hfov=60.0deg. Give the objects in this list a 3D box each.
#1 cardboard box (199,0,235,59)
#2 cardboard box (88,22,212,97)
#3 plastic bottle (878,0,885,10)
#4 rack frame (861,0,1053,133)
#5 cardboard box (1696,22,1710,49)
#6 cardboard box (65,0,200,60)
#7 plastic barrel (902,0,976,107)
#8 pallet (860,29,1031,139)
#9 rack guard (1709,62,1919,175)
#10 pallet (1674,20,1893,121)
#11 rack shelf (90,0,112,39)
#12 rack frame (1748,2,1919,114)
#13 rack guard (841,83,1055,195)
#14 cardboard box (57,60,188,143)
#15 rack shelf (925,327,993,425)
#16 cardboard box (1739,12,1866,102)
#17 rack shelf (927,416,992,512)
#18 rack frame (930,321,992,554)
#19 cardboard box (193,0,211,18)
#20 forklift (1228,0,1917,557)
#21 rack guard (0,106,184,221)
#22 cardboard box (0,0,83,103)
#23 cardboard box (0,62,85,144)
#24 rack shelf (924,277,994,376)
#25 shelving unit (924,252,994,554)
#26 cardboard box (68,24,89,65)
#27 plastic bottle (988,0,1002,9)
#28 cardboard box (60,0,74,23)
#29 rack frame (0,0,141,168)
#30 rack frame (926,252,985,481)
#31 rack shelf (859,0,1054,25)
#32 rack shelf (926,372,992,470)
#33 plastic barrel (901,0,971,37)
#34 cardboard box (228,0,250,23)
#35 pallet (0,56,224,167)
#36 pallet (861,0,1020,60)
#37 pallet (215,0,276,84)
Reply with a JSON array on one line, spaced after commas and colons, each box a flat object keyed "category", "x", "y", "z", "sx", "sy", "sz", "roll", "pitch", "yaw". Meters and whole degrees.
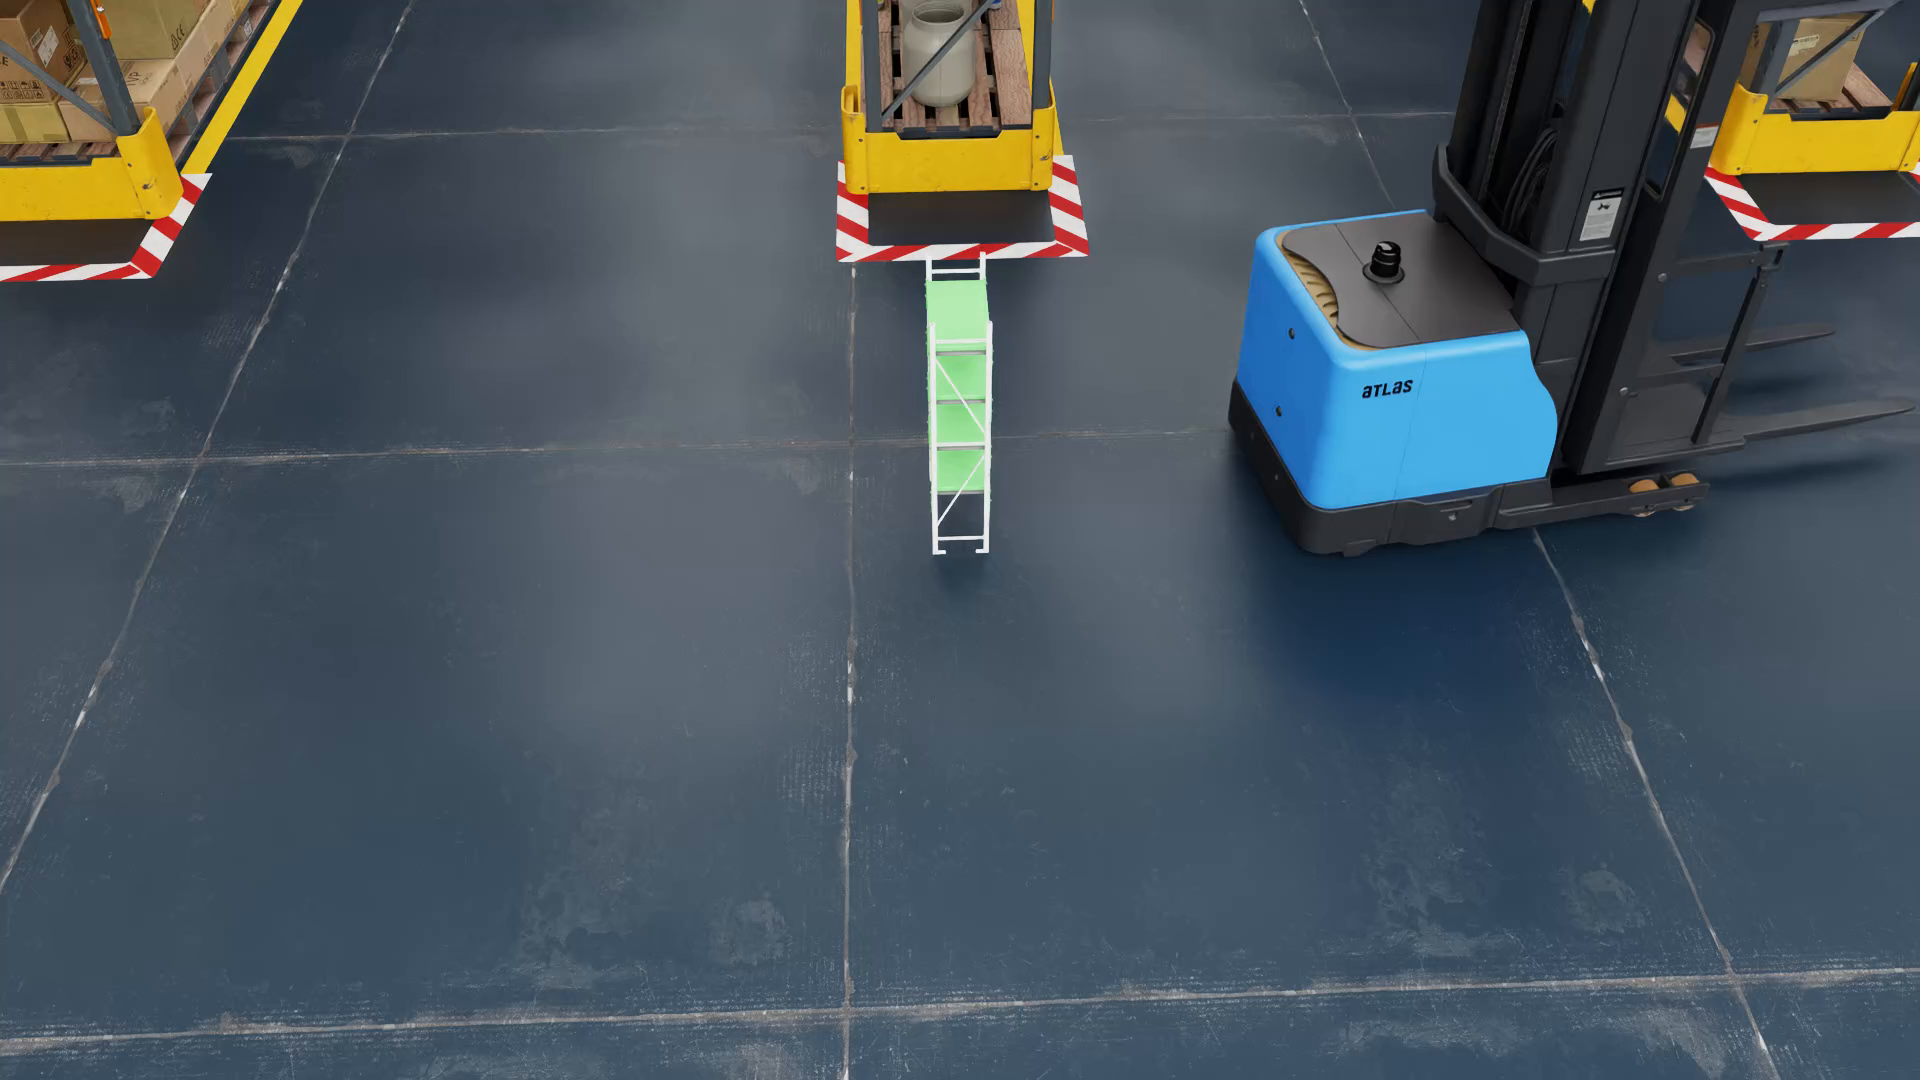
[{"category": "cardboard box", "x": -4.812, "y": -3.181, "z": 10.224, "sx": 0.500, "sy": 0.250, "sz": 0.500, "roll": -2, "pitch": 43, "yaw": -2}, {"category": "cardboard box", "x": -4.791, "y": -2.843, "z": 9.856, "sx": 0.500, "sy": 0.250, "sz": 0.500, "roll": -2, "pitch": 43, "yaw": -2}, {"category": "plastic bottle", "x": -0.532, "y": -3.494, "z": 10.587, "sx": 0.097, "sy": 0.201, "sz": 0.097, "roll": 0, "pitch": 43, "yaw": 0}, {"category": "rack frame", "x": -0.016, "y": -3.136, "z": 8.451, "sx": 1.000, "sy": 3.000, "sz": 0.127, "roll": -2, "pitch": 43, "yaw": -2}, {"category": "cardboard box", "x": 4.863, "y": -3.336, "z": 10.208, "sx": 0.500, "sy": 0.500, "sz": 0.500, "roll": 9, "pitch": 43, "yaw": 9}, {"category": "cardboard box", "x": -4.789, "y": -3.120, "z": 9.603, "sx": 0.500, "sy": 0.500, "sz": 0.500, "roll": -2, "pitch": 43, "yaw": -2}, {"category": "plastic barrel", "x": -0.121, "y": -2.815, "z": 9.632, "sx": 0.421, "sy": 0.512, "sz": 0.421, "roll": 0, "pitch": 43, "yaw": 0}, {"category": "pallet", "x": -0.096, "y": -2.706, "z": 10.046, "sx": 1.003, "sy": 0.211, "sz": 1.213, "roll": -2, "pitch": 43, "yaw": -2}, {"category": "rack guard", "x": 4.929, "y": -2.408, "z": 9.507, "sx": 1.175, "sy": 0.500, "sz": 0.348, "roll": -2, "pitch": 43, "yaw": -2}, {"category": "pallet", "x": 4.930, "y": -2.851, "z": 10.204, "sx": 1.003, "sy": 0.211, "sz": 1.213, "roll": -2, "pitch": 43, "yaw": -2}, {"category": "rack shelf", "x": -5.050, "y": -4.081, "z": 10.015, "sx": 1.077, "sy": 0.370, "sz": 4.000, "roll": -2, "pitch": 43, "yaw": -2}, {"category": "rack frame", "x": 4.932, "y": -3.278, "z": 8.606, "sx": 1.000, "sy": 3.000, "sz": 0.127, "roll": -2, "pitch": 43, "yaw": -2}, {"category": "rack guard", "x": -0.067, "y": -2.264, "z": 9.350, "sx": 1.175, "sy": 0.500, "sz": 0.348, "roll": -2, "pitch": 43, "yaw": -2}, {"category": "cardboard box", "x": -4.766, "y": -2.506, "z": 9.488, "sx": 0.500, "sy": 0.250, "sz": 0.500, "roll": -2, "pitch": 43, "yaw": -2}, {"category": "rack shelf", "x": -0.007, "y": -0.684, "z": 6.847, "sx": 0.258, "sy": 0.148, "sz": 0.480, "roll": -2, "pitch": 43, "yaw": -2}, {"category": "cardboard box", "x": 4.922, "y": -2.933, "z": 9.769, "sx": 0.500, "sy": 0.500, "sz": 0.500, "roll": 6, "pitch": 43, "yaw": 6}, {"category": "rack shelf", "x": -0.007, "y": -0.330, "z": 7.172, "sx": 0.258, "sy": 0.148, "sz": 0.480, "roll": -2, "pitch": 43, "yaw": -2}, {"category": "rack frame", "x": 0.003, "y": -0.389, "z": 6.787, "sx": 0.240, "sy": 1.200, "sz": 0.015, "roll": -2, "pitch": 43, "yaw": -2}, {"category": "cardboard box", "x": -4.823, "y": -3.457, "z": 9.970, "sx": 0.500, "sy": 0.500, "sz": 0.500, "roll": -2, "pitch": 43, "yaw": -2}, {"category": "forklift", "x": 2.822, "y": -1.524, "z": 6.743, "sx": 3.031, "sy": 2.935, "sz": 1.130, "roll": -9, "pitch": 43, "yaw": -9}, {"category": "rack guard", "x": -4.964, "y": -2.058, "z": 9.126, "sx": 1.175, "sy": 0.500, "sz": 0.348, "roll": -2, "pitch": 43, "yaw": -2}, {"category": "cardboard box", "x": -5.285, "y": -2.767, "z": 9.218, "sx": 0.500, "sy": 0.500, "sz": 0.500, "roll": -2, "pitch": 43, "yaw": -2}, {"category": "cardboard box", "x": -5.283, "y": -2.491, "z": 9.472, "sx": 0.500, "sy": 0.250, "sz": 0.500, "roll": -2, "pitch": 43, "yaw": -2}, {"category": "rack shelf", "x": -0.007, "y": -0.861, "z": 6.685, "sx": 0.258, "sy": 0.148, "sz": 0.480, "roll": -2, "pitch": 43, "yaw": -2}, {"category": "shelving unit", "x": -0.007, "y": -0.554, "z": 6.966, "sx": 0.258, "sy": 1.200, "sz": 0.503, "roll": -2, "pitch": 43, "yaw": -2}, {"category": "cardboard box", "x": -5.317, "y": -2.828, "z": 9.839, "sx": 0.500, "sy": 0.250, "sz": 0.500, "roll": -2, "pitch": 43, "yaw": -2}, {"category": "plastic bottle", "x": 0.218, "y": -3.525, "z": 10.569, "sx": 0.097, "sy": 0.271, "sz": 0.097, "roll": 0, "pitch": 43, "yaw": 0}, {"category": "cardboard box", "x": -5.343, "y": -3.442, "z": 9.954, "sx": 0.500, "sy": 0.500, "sz": 0.500, "roll": -2, "pitch": 43, "yaw": -2}, {"category": "rack frame", "x": -4.965, "y": -2.996, "z": 8.299, "sx": 1.000, "sy": 3.000, "sz": 0.127, "roll": -2, "pitch": 43, "yaw": -2}, {"category": "rack frame", "x": -0.017, "y": -0.719, "z": 7.146, "sx": 0.240, "sy": 1.200, "sz": 0.015, "roll": -2, "pitch": 43, "yaw": -2}, {"category": "rack shelf", "x": -0.101, "y": -4.221, "z": 10.167, "sx": 1.077, "sy": 0.370, "sz": 4.000, "roll": -2, "pitch": 43, "yaw": -2}, {"category": "rack shelf", "x": -0.007, "y": -0.507, "z": 7.010, "sx": 0.258, "sy": 0.148, "sz": 0.480, "roll": -2, "pitch": 43, "yaw": -2}, {"category": "plastic barrel", "x": -0.142, "y": -3.154, "z": 10.001, "sx": 0.421, "sy": 0.512, "sz": 0.421, "roll": 0, "pitch": 43, "yaw": 0}, {"category": "cardboard box", "x": -4.828, "y": -3.518, "z": 10.593, "sx": 0.500, "sy": 0.250, "sz": 0.500, "roll": -2, "pitch": 43, "yaw": -2}, {"category": "pallet", "x": -5.040, "y": -2.483, "z": 9.803, "sx": 1.003, "sy": 0.211, "sz": 1.213, "roll": -2, "pitch": 43, "yaw": -2}, {"category": "pallet", "x": -0.145, "y": -3.528, "z": 10.943, "sx": 1.003, "sy": 0.211, "sz": 1.213, "roll": -2, "pitch": 43, "yaw": -2}, {"category": "pallet", "x": -5.088, "y": -3.305, "z": 10.699, "sx": 1.003, "sy": 0.211, "sz": 1.213, "roll": -2, "pitch": 43, "yaw": -2}]
